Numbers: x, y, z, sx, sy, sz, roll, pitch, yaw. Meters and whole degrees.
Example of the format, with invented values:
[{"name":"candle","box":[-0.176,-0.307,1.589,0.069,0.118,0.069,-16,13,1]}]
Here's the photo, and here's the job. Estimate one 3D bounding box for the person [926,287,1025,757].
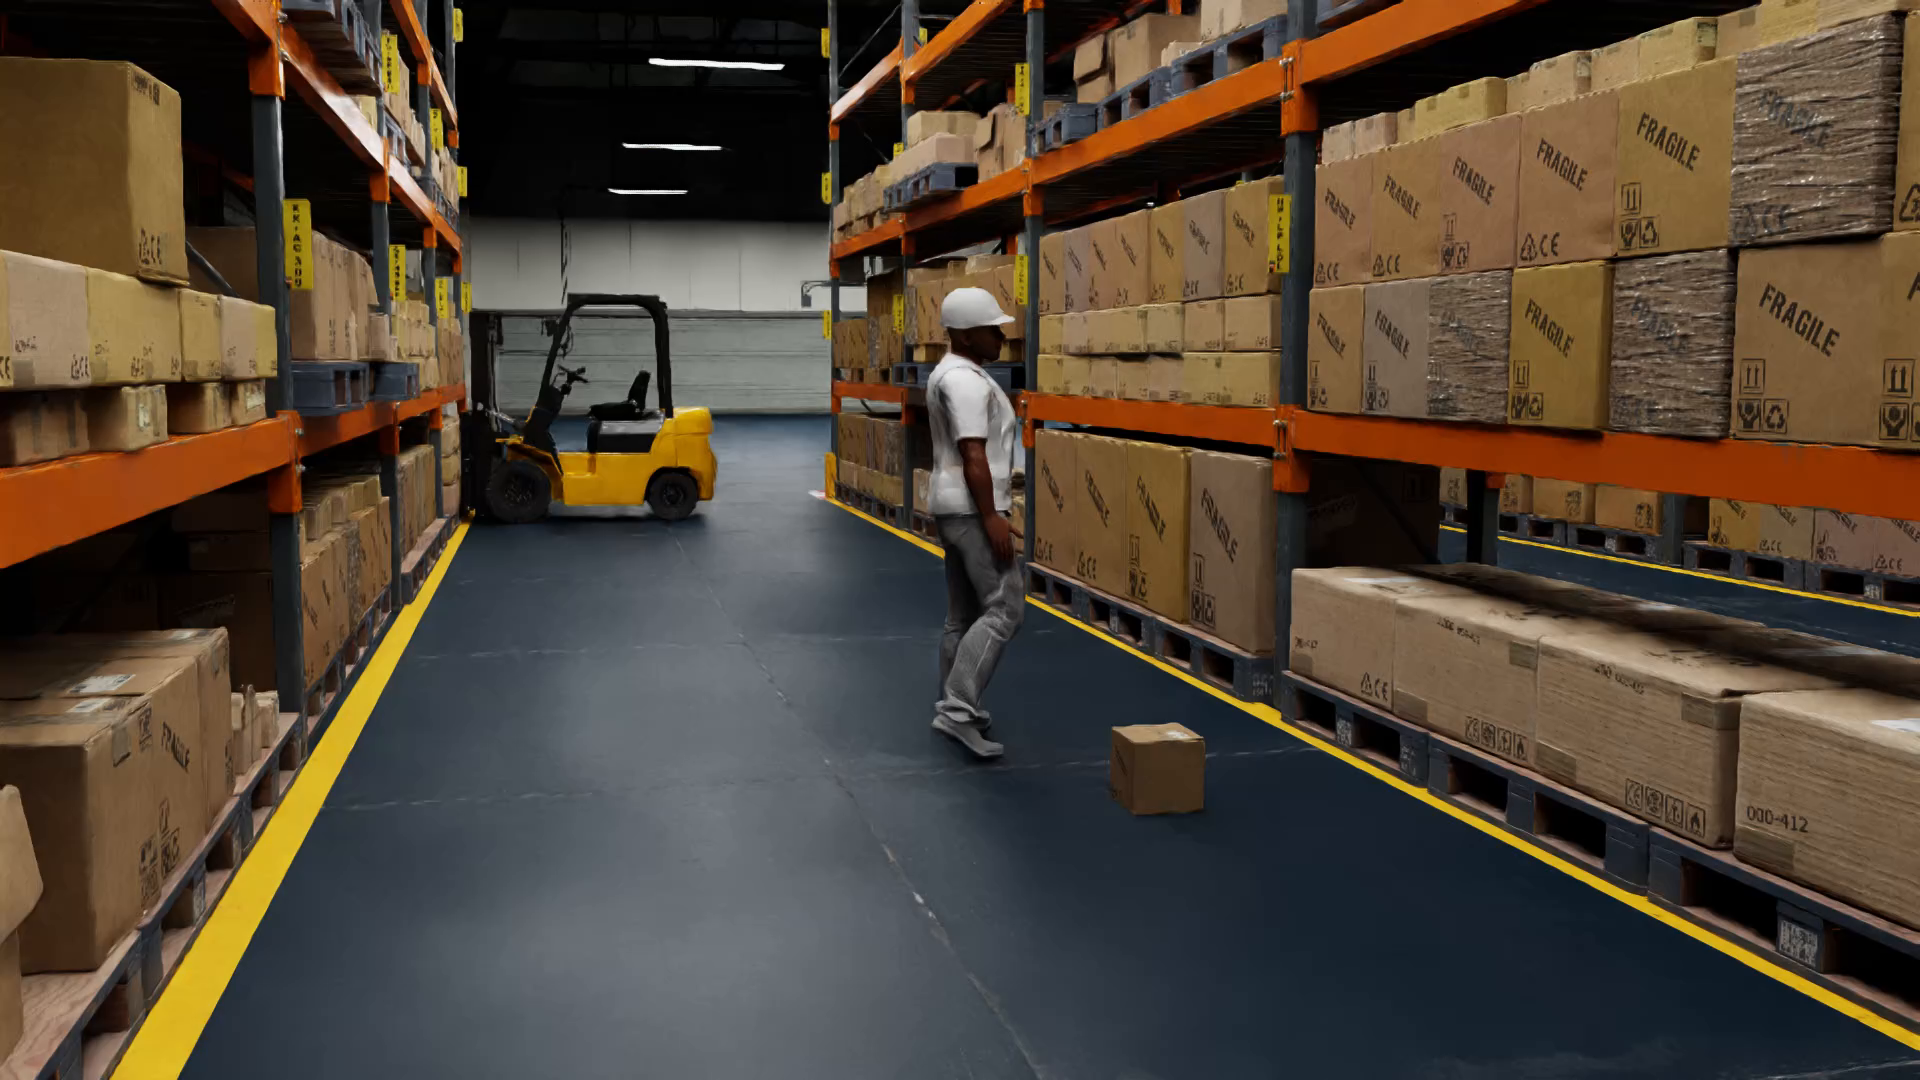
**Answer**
[{"name":"person","box":[0.032,-0.089,6.503,0.378,1.776,0.682,-1,6,-9]}]
